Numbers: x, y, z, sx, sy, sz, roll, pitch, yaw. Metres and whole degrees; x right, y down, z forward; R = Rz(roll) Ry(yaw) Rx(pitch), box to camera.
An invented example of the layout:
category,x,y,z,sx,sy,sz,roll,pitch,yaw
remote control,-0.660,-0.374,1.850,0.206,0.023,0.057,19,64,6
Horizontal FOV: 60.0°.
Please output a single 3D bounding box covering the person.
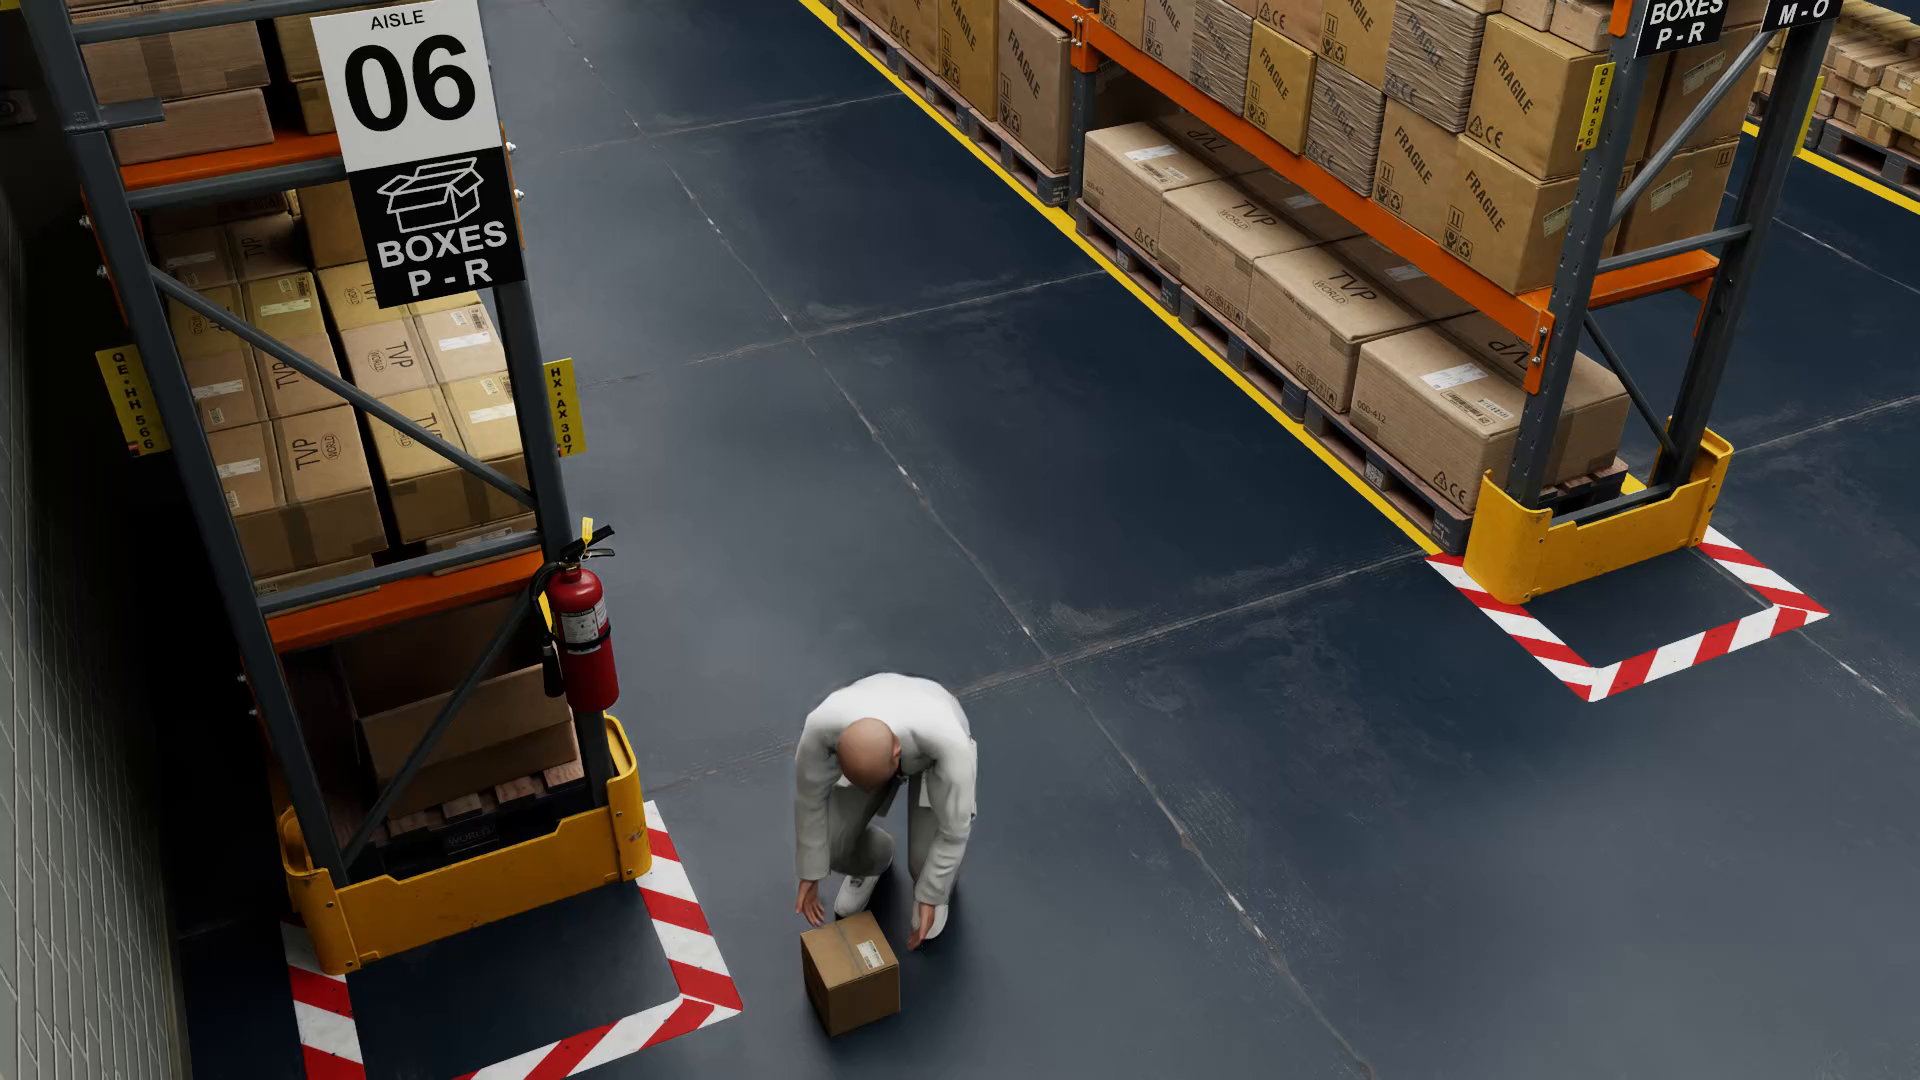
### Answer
category,x,y,z,sx,sy,sz,roll,pitch,yaw
person,-0.211,0.846,5.530,0.625,1.183,0.822,12,38,15
